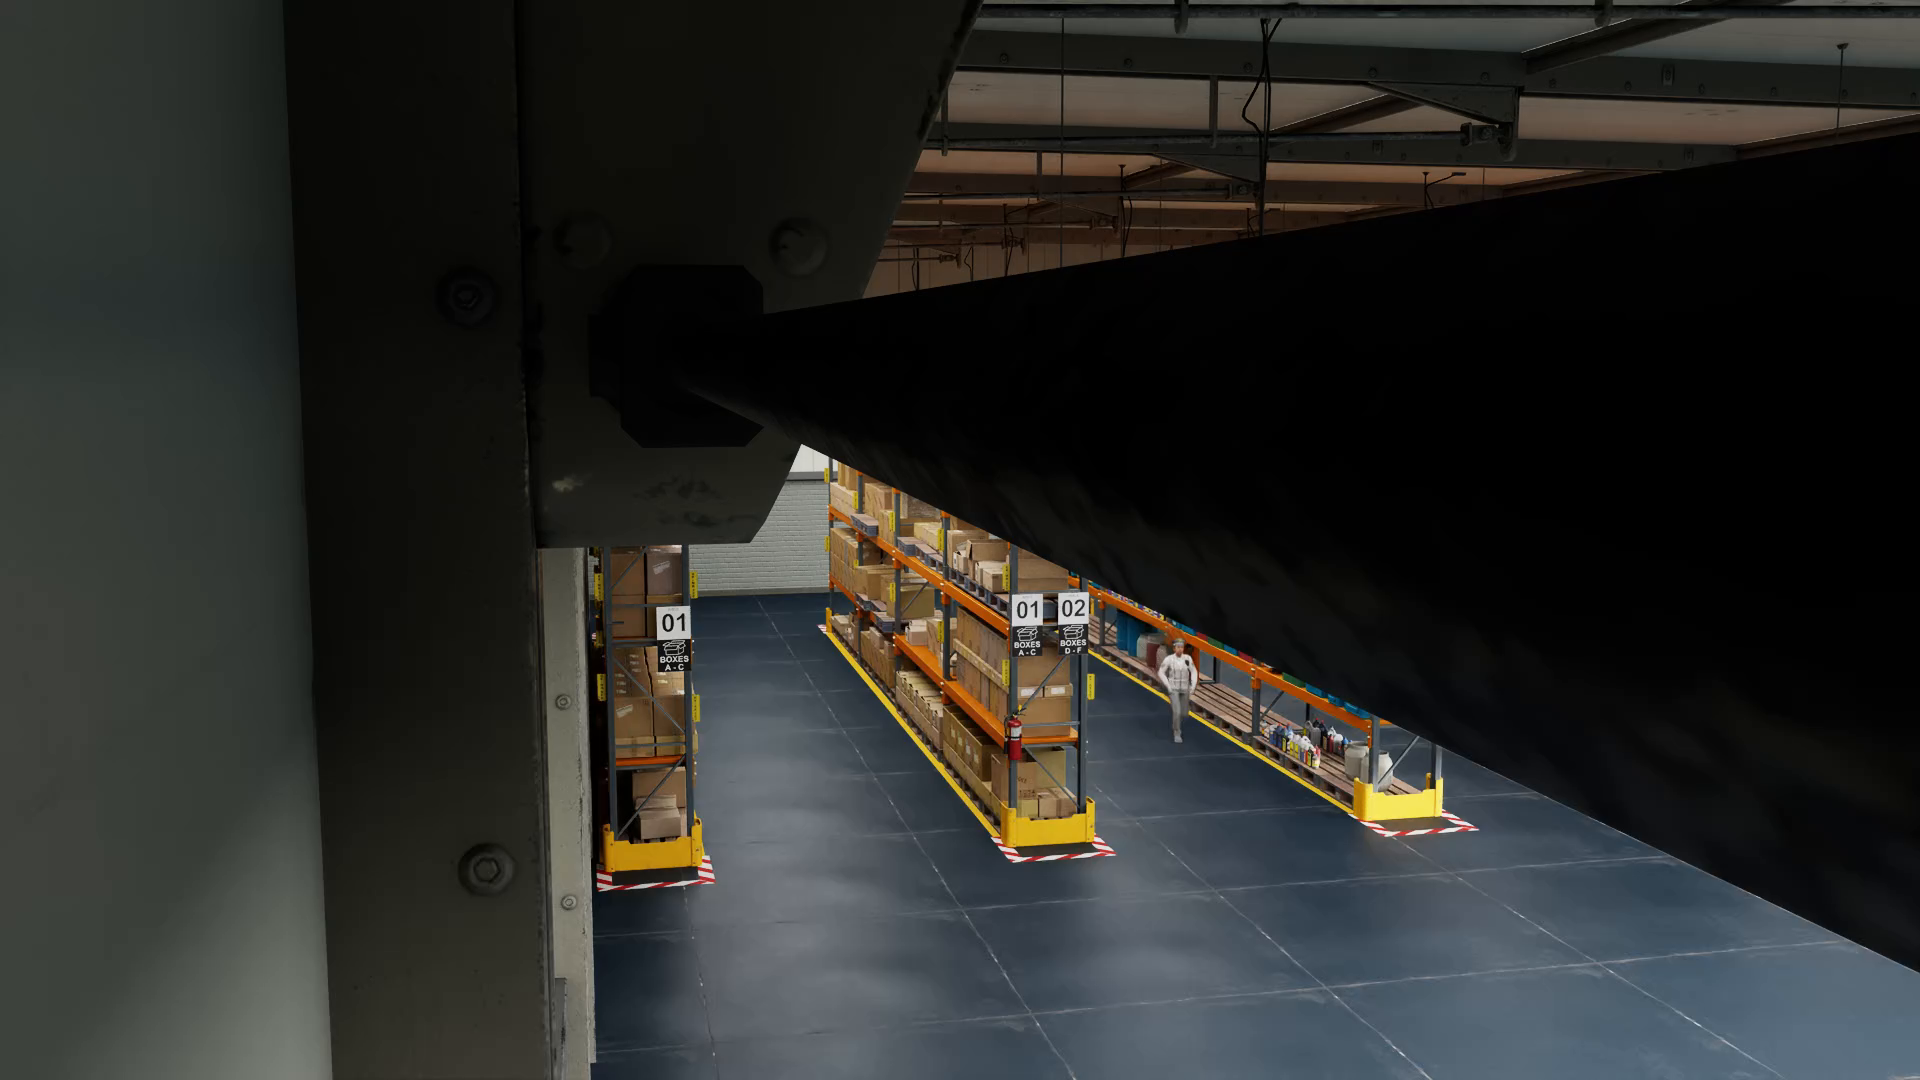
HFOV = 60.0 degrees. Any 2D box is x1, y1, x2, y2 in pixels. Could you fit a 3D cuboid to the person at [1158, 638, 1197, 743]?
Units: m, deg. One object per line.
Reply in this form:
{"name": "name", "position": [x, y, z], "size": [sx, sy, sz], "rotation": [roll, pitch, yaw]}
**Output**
{"name": "person", "position": [3.475, 2.365, 26.597], "size": [0.648, 1.659, 0.609], "rotation": [-1, 7, -10]}
